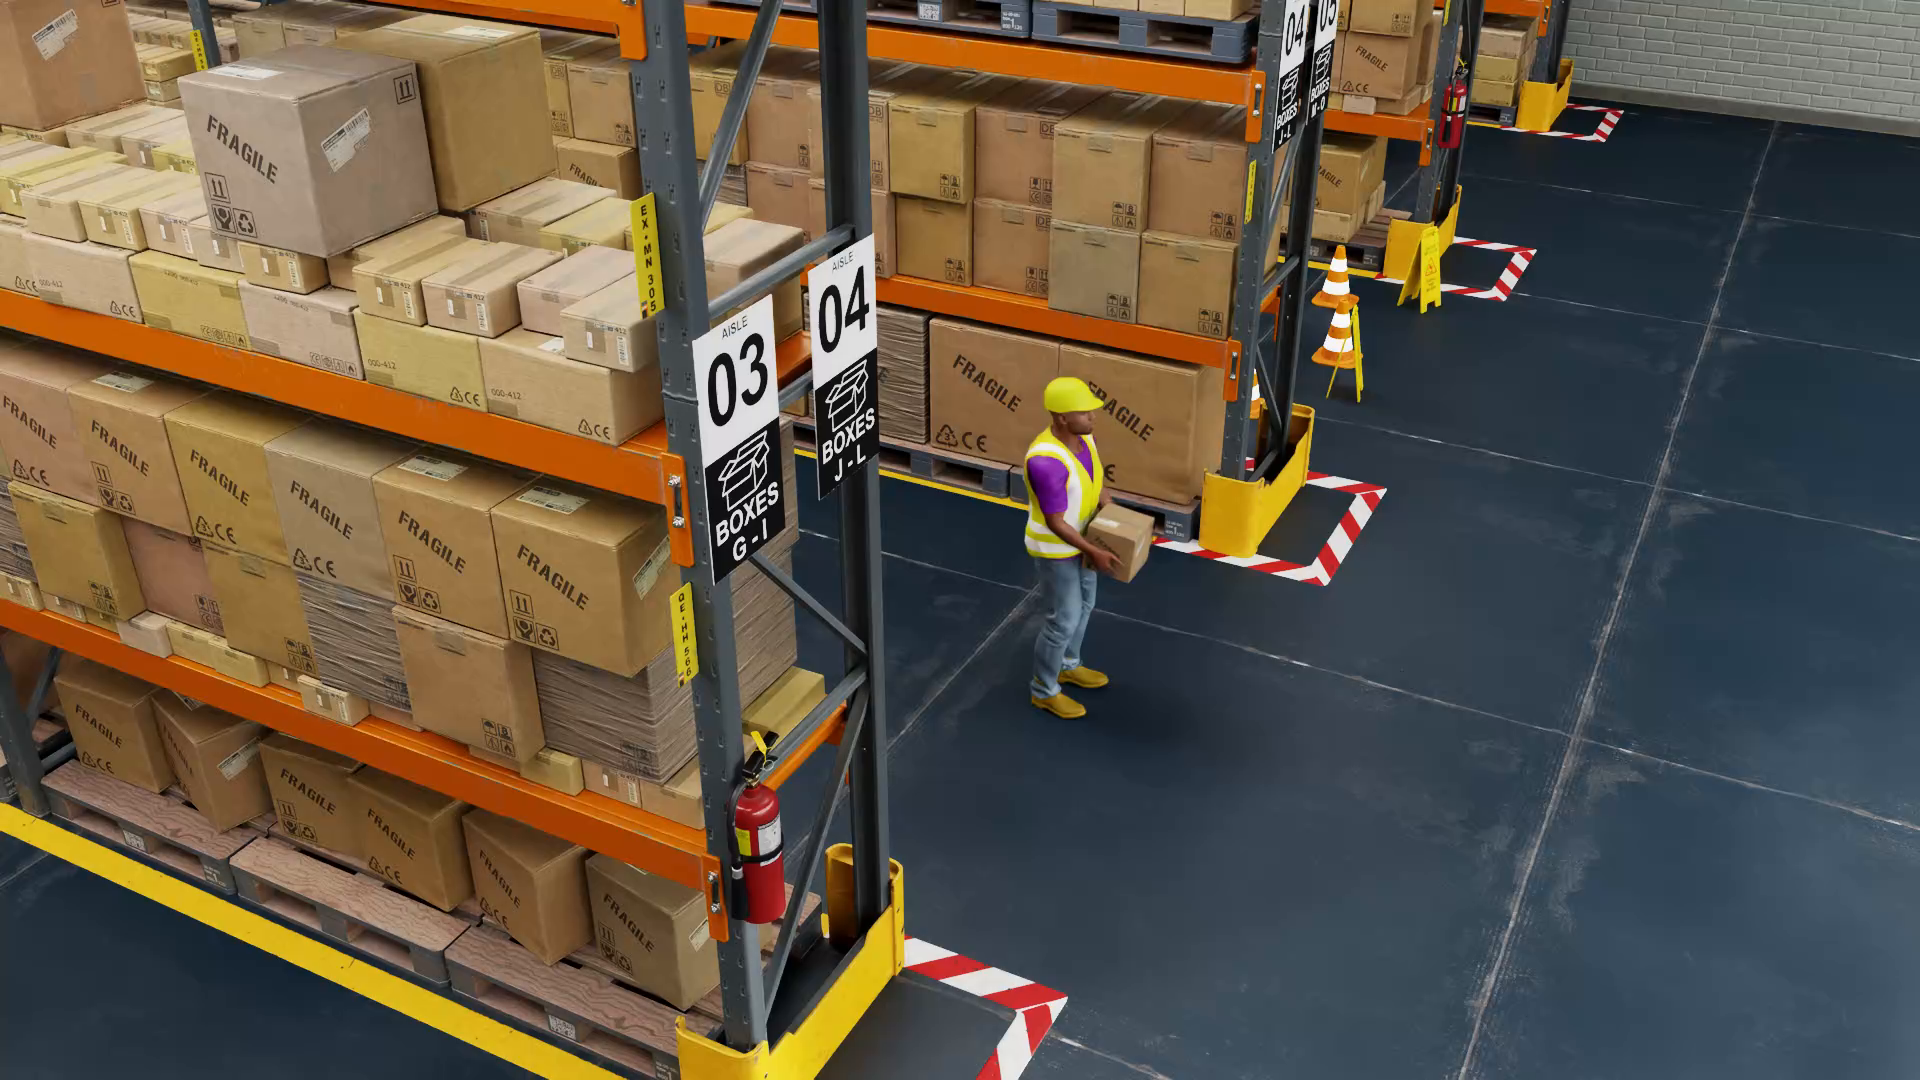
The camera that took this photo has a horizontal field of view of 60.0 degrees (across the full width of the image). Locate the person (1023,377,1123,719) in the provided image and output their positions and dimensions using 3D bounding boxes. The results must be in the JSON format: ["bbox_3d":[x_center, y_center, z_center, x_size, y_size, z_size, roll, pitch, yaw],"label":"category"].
[{"bbox_3d":[0.600,0.036,8.203,0.541,1.770,0.548,14,33,23],"label":"person"}]
